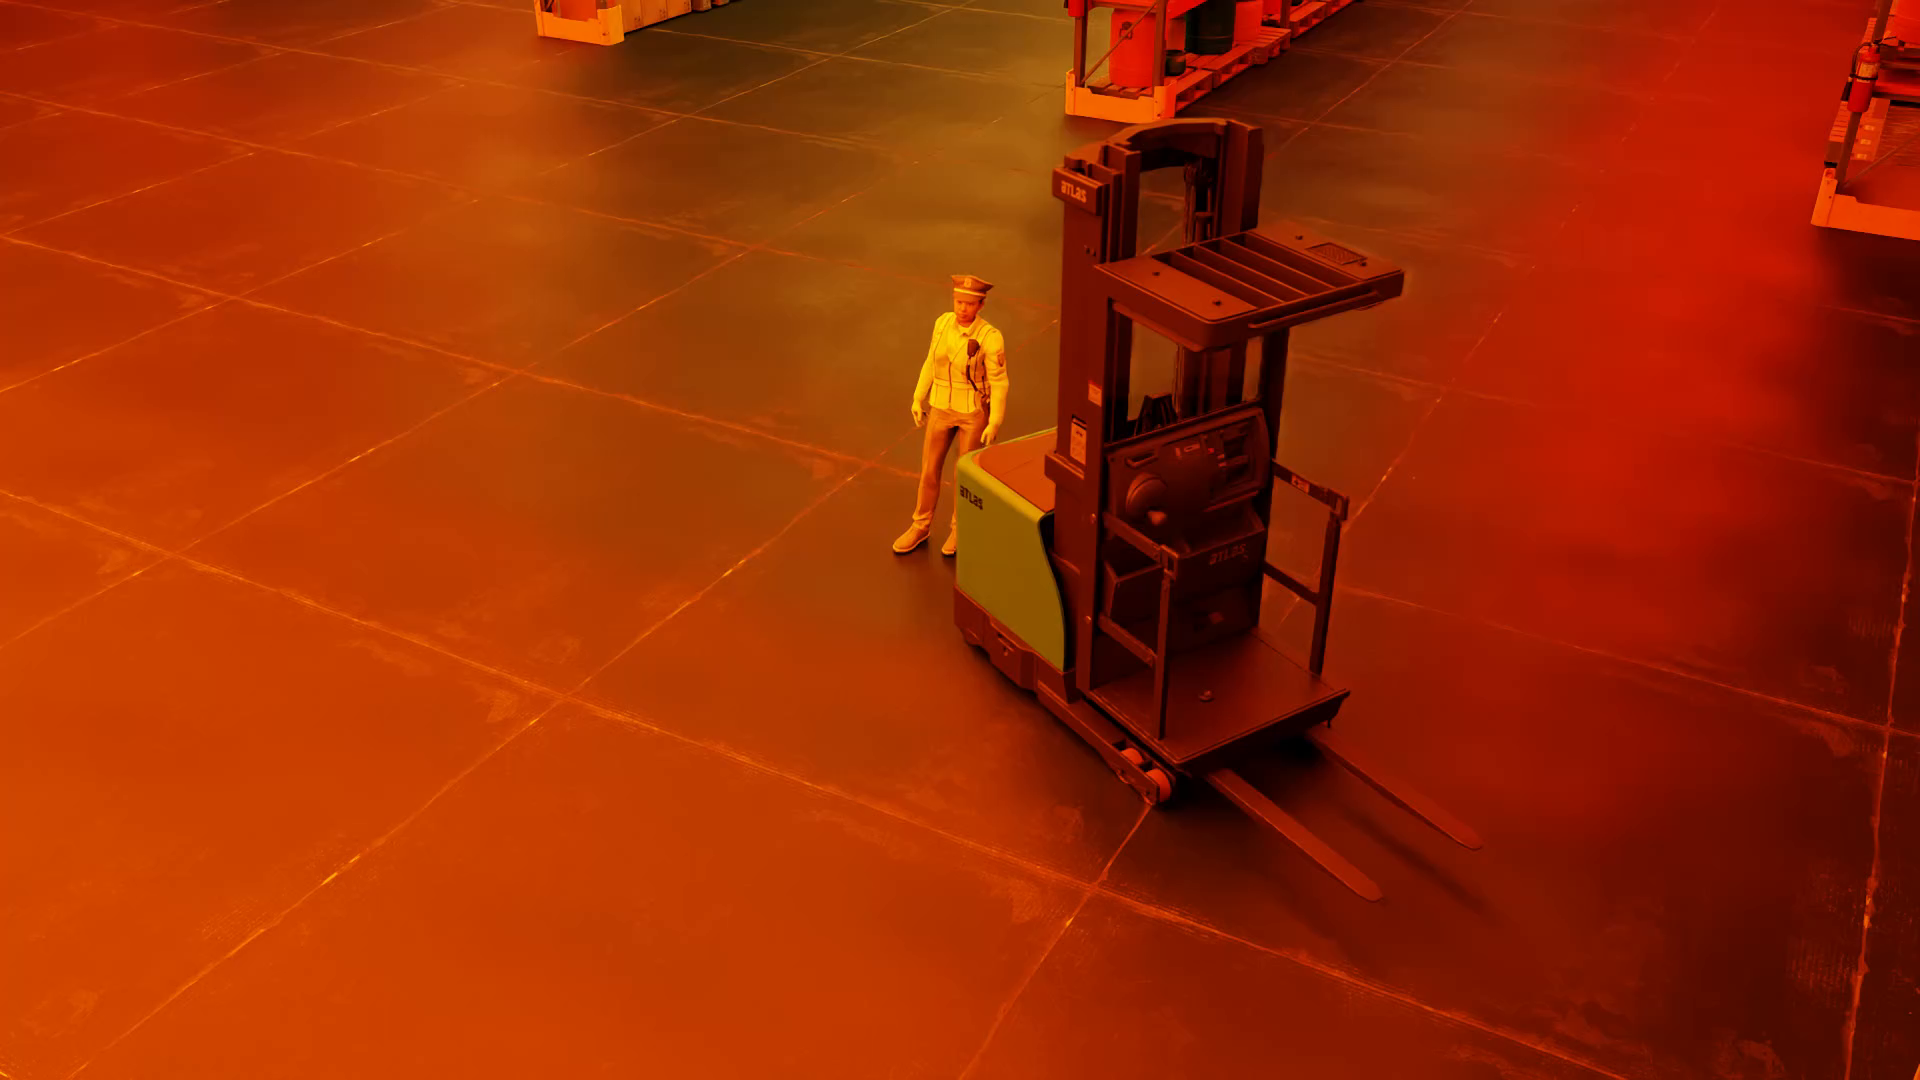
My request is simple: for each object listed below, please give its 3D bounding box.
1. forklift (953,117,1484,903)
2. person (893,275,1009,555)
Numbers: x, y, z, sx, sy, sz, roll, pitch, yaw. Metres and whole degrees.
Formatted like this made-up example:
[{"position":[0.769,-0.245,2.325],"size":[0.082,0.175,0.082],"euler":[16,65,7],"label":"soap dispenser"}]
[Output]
[{"position":[1.185,-0.291,7.575],"size":[1.130,2.935,3.031],"euler":[-18,34,-28],"label":"forklift"},{"position":[-0.040,-0.707,9.523],"size":[0.591,1.692,0.519],"euler":[15,33,25],"label":"person"}]
